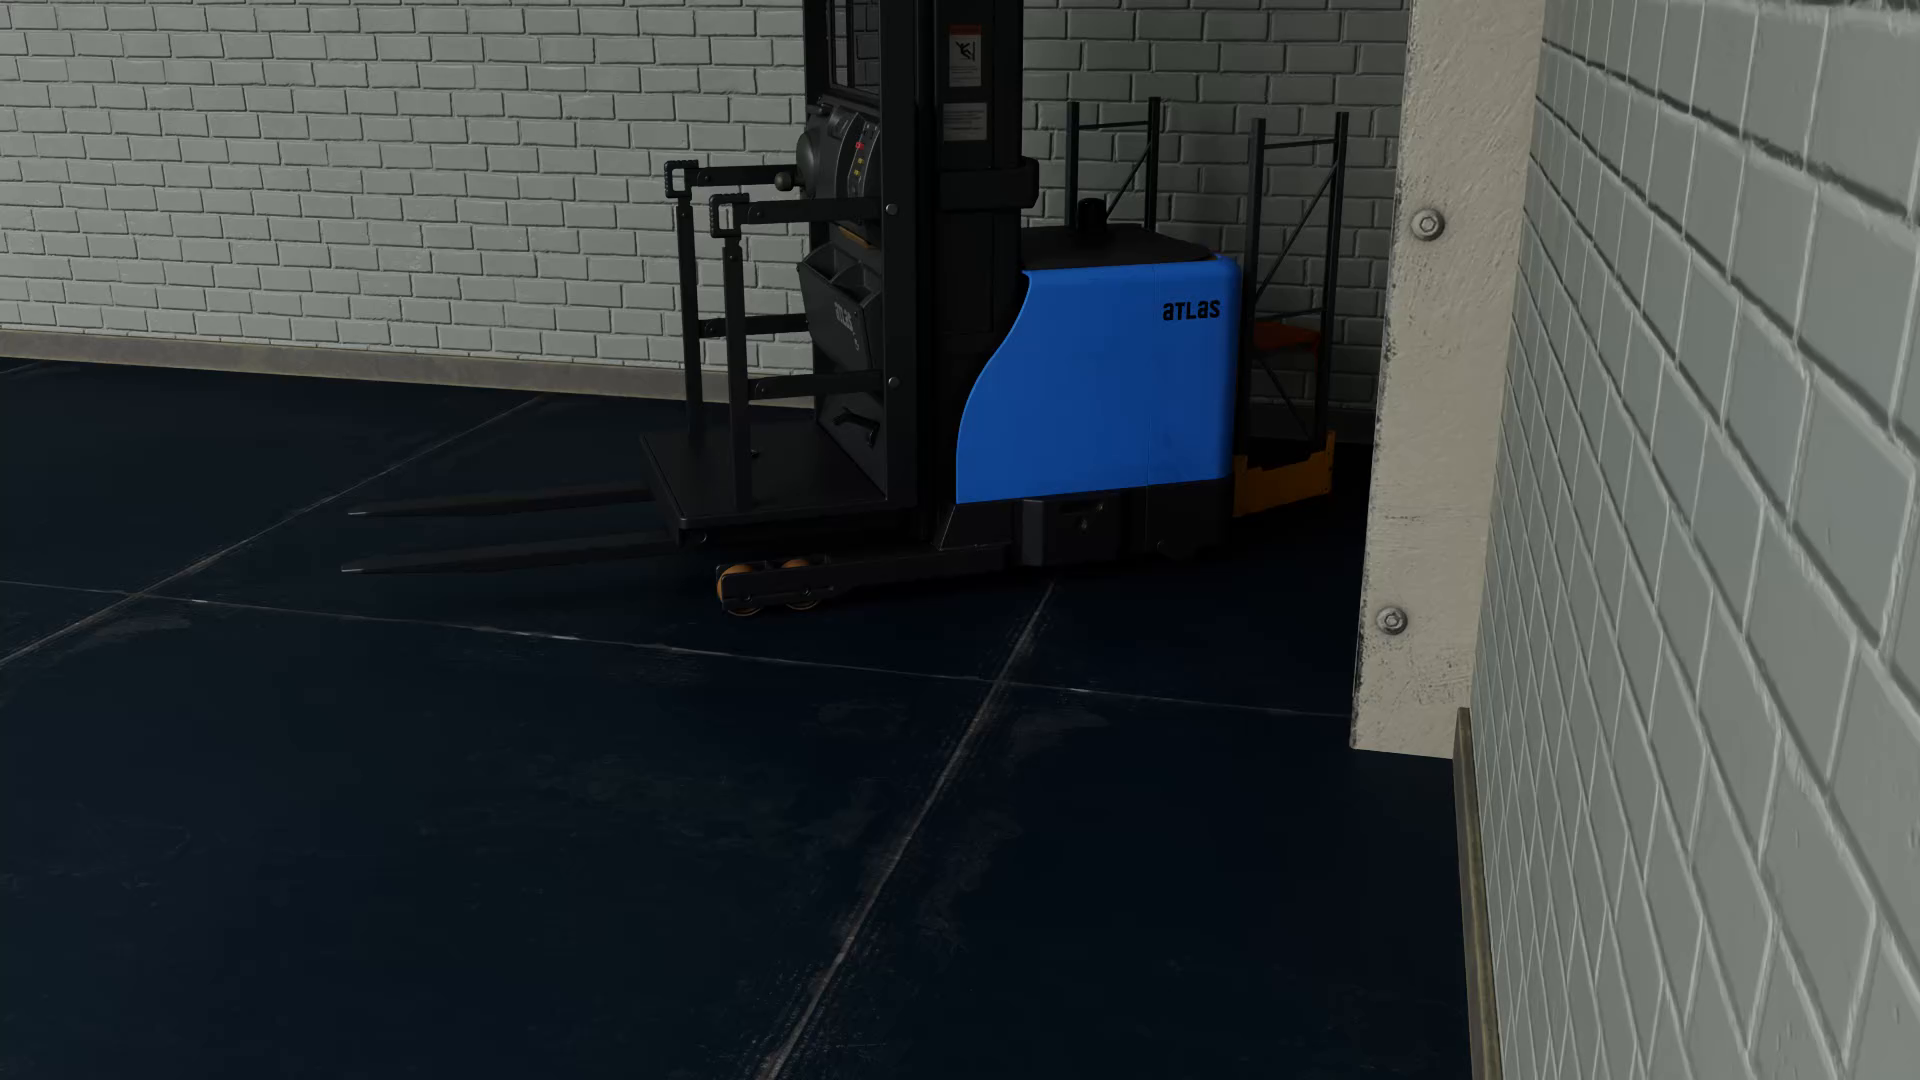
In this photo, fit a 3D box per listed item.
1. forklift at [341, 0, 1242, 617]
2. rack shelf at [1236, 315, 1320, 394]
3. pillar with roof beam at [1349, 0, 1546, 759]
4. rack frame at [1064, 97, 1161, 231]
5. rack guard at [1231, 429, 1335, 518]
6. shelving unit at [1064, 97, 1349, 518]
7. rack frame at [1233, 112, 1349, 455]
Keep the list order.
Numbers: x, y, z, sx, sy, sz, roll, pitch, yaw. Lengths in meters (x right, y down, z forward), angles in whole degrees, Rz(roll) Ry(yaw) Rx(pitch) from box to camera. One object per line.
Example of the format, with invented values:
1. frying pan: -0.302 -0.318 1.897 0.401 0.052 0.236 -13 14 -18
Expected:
1. forklift: -0.594 -1.327 5.538 3.031 2.935 1.130 -6 20 -16
2. rack shelf: 0.952 -0.820 6.824 0.538 0.185 1.000 -14 23 -35
3. pillar with roof beam: -2.916 -4.082 4.217 9.100 9.000 0.400 5 19 13
4. rack frame: 0.642 -1.121 7.148 0.500 1.500 0.032 -14 23 -35
5. rack guard: 1.261 -0.269 6.588 0.587 0.250 0.087 -14 23 -35
6. shelving unit: 0.957 -0.988 6.760 0.587 1.500 1.083 -14 23 -35
7. rack frame: 1.261 -0.860 6.385 0.500 1.500 0.032 -14 23 -35
